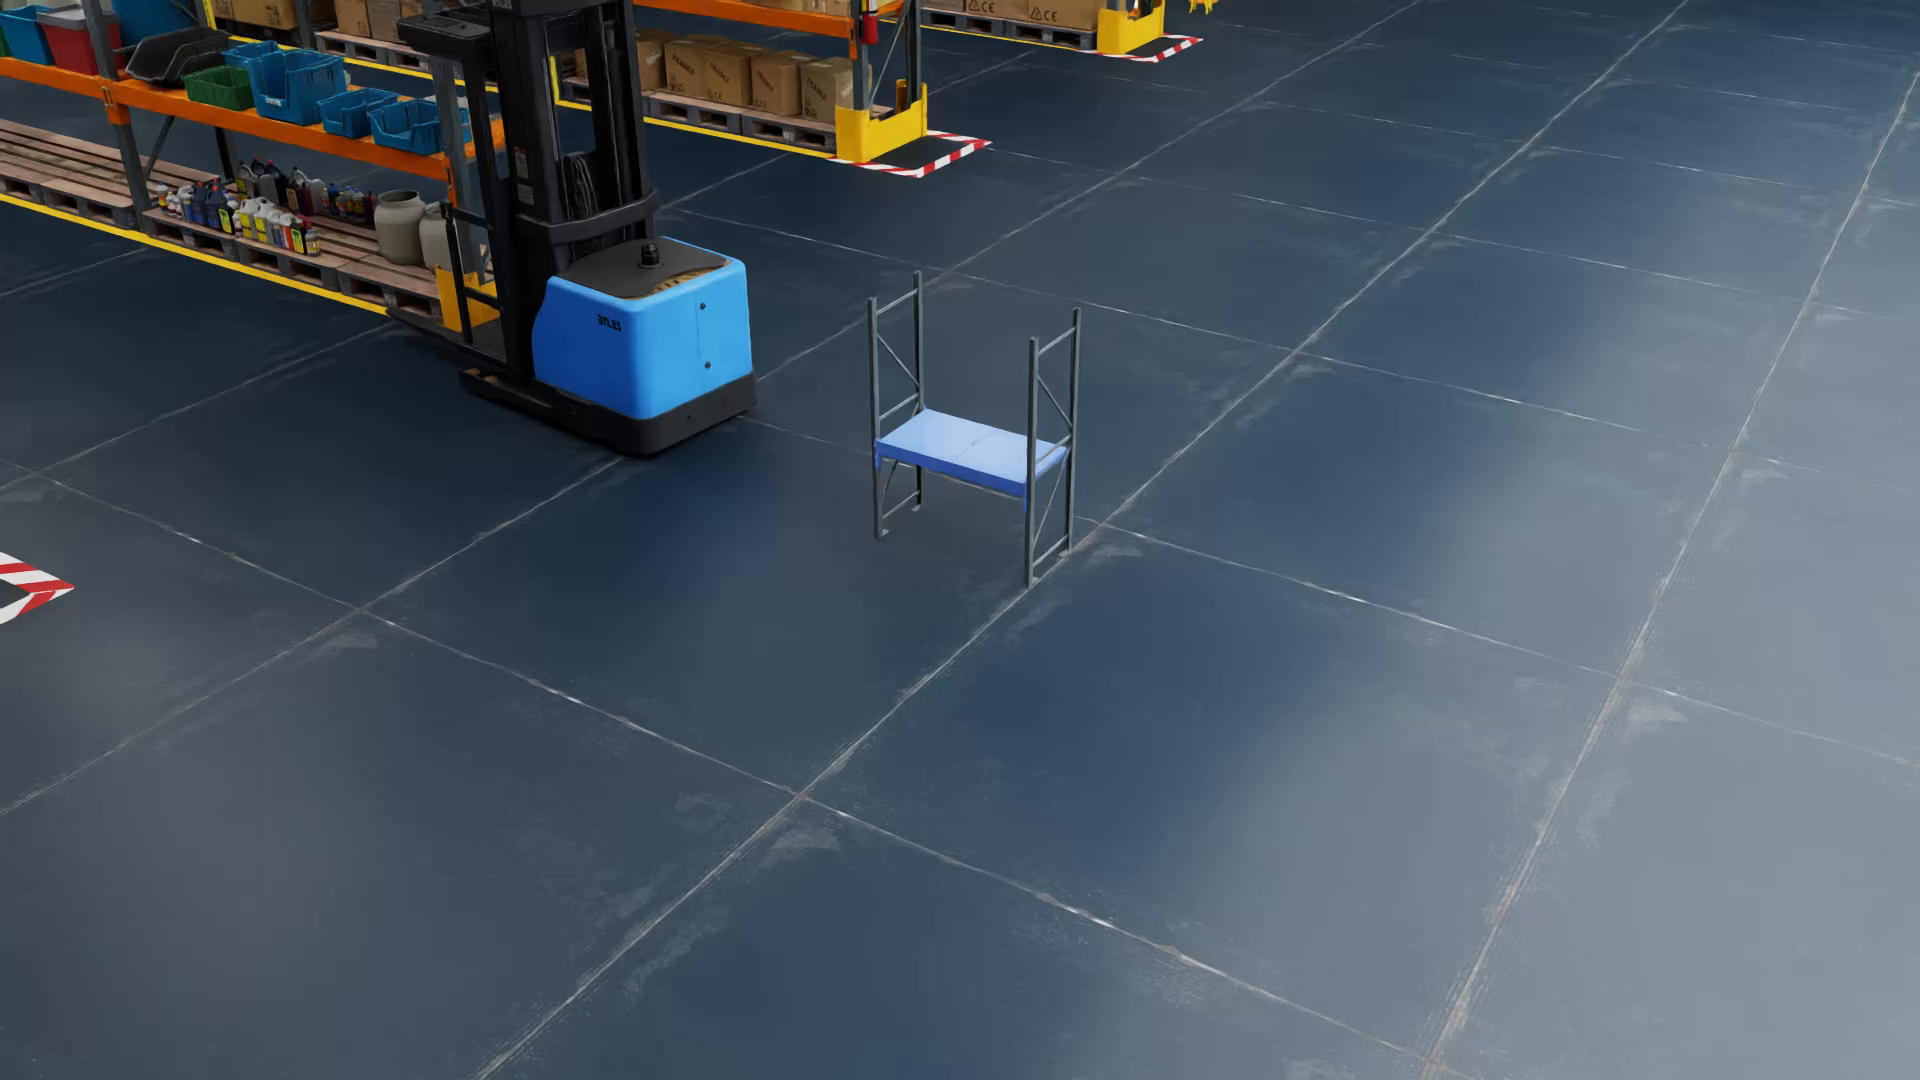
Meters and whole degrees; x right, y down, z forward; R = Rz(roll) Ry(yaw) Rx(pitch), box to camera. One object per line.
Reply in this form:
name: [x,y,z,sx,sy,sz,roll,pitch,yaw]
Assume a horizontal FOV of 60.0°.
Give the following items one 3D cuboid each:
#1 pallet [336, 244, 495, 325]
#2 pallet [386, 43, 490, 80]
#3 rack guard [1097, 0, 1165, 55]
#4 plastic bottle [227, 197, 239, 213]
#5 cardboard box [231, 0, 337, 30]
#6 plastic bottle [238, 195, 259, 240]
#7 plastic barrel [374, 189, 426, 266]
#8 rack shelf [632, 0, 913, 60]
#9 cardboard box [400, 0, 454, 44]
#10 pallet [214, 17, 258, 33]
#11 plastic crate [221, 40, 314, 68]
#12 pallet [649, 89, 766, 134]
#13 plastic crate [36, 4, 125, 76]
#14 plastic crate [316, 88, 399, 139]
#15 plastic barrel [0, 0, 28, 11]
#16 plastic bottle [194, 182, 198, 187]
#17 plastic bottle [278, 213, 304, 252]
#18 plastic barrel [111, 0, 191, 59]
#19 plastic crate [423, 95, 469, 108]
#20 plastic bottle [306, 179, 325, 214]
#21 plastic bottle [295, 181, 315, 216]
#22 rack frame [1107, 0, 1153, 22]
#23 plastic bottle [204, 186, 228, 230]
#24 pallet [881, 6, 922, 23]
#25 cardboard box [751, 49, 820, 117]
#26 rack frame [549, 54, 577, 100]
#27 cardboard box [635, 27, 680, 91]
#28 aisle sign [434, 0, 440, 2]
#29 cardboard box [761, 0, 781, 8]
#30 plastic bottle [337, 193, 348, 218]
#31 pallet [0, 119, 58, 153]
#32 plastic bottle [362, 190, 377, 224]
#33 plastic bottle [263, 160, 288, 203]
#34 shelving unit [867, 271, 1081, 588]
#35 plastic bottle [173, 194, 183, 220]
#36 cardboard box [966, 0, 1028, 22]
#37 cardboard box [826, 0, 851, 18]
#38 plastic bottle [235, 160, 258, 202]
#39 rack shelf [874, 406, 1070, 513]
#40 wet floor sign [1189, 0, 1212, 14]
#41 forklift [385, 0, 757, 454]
pallet: [-4.105,-2.078,13.102,1.213,0.211,1.003,18,35,27]
pallet: [-5.783,-5.578,19.101,1.213,0.211,1.003,18,35,27]
rack guard: [2.045,-6.180,19.847,0.348,0.500,1.175,18,35,27]
plastic bottle: [-5.951,-2.678,13.634,0.097,0.271,0.097,0,30,0]
cardboard box: [-8.047,-6.777,20.081,0.875,0.875,1.225,16,34,25]
plastic bottle: [-5.736,-2.622,13.459,0.185,0.351,0.144,17,34,27]
plastic barrel: [-4.353,-2.447,13.020,0.421,0.512,0.421,0,30,0]
rack shelf: [-2.391,-5.401,16.745,4.000,0.370,1.077,18,35,27]
cardboard box: [-5.935,-5.966,19.044,0.500,0.500,0.700,21,36,31]
pallet: [-9.130,-6.685,21.000,1.213,0.211,1.003,18,35,27]
plastic crate: [-5.637,-3.889,13.587,0.616,0.251,0.499,18,35,27]
pallet: [-2.460,-4.552,17.343,1.213,0.211,1.003,18,35,27]
plastic crate: [-7.291,-4.160,13.841,0.583,0.464,0.402,18,35,27]
plastic crate: [-4.461,-3.181,12.373,0.408,0.251,0.499,18,35,27]
plastic barrel: [-8.400,-4.855,14.960,0.433,0.535,0.433,0,30,0]
plastic bottle: [-6.337,-2.849,13.915,0.133,0.283,0.061,18,35,27]
plastic bottle: [-5.318,-2.460,13.256,0.135,0.276,0.152,18,35,28]
plastic barrel: [-6.885,-4.583,14.132,0.708,0.901,0.600,18,35,27]
plastic crate: [-3.918,-3.325,12.735,0.250,0.136,0.298,18,35,27]
plastic bottle: [-5.448,-2.915,14.036,0.135,0.276,0.152,18,35,28]
plastic bottle: [-5.504,-2.872,13.955,0.133,0.283,0.061,18,35,27]
rack frame: [2.025,-7.266,19.228,0.127,3.000,1.000,18,35,27]
plastic bottle: [-6.096,-2.736,13.655,0.185,0.351,0.144,16,34,25]
pallet: [-0.760,-6.896,21.361,1.213,0.211,1.003,18,35,27]
cardboard box: [-1.742,-4.598,16.718,0.500,0.500,0.500,-25,38,-36]
rack frame: [-4.085,-6.248,17.482,0.127,3.000,1.000,18,35,27]
cardboard box: [-3.279,-5.075,17.536,0.500,0.500,0.500,-23,37,-33]
aisle sign: [-3.428,-4.039,11.117,0.004,0.787,0.394,18,35,27]
cardboard box: [-1.703,-5.242,16.007,0.250,0.149,0.380,18,35,27]
plastic bottle: [-5.160,-2.807,13.926,0.097,0.201,0.097,0,30,0]
pallet: [-9.471,-3.777,16.014,1.213,0.211,1.003,18,35,27]
plastic bottle: [-4.883,-2.766,13.774,0.133,0.283,0.061,18,35,28]
plastic bottle: [-5.857,-3.079,14.243,0.185,0.351,0.144,16,34,25]
shelving unit: [0.072,-0.625,9.333,1.048,1.500,0.538,18,35,27]
plastic bottle: [-6.509,-2.788,13.893,0.097,0.201,0.097,0,30,0]
cardboard box: [0.669,-6.918,20.323,0.875,0.875,0.875,17,34,27]
cardboard box: [-1.049,-5.056,15.689,0.250,0.149,0.380,18,35,27]
plastic bottle: [-6.097,-3.068,14.225,0.185,0.351,0.144,18,35,27]
rack shelf: [0.072,-0.470,9.424,1.000,0.185,0.538,18,35,27]
wet floor sign: [3.102,-7.086,21.256,0.232,0.644,0.267,12,32,19]
forklift: [-2.833,-2.410,10.973,3.031,2.935,1.130,22,37,33]
